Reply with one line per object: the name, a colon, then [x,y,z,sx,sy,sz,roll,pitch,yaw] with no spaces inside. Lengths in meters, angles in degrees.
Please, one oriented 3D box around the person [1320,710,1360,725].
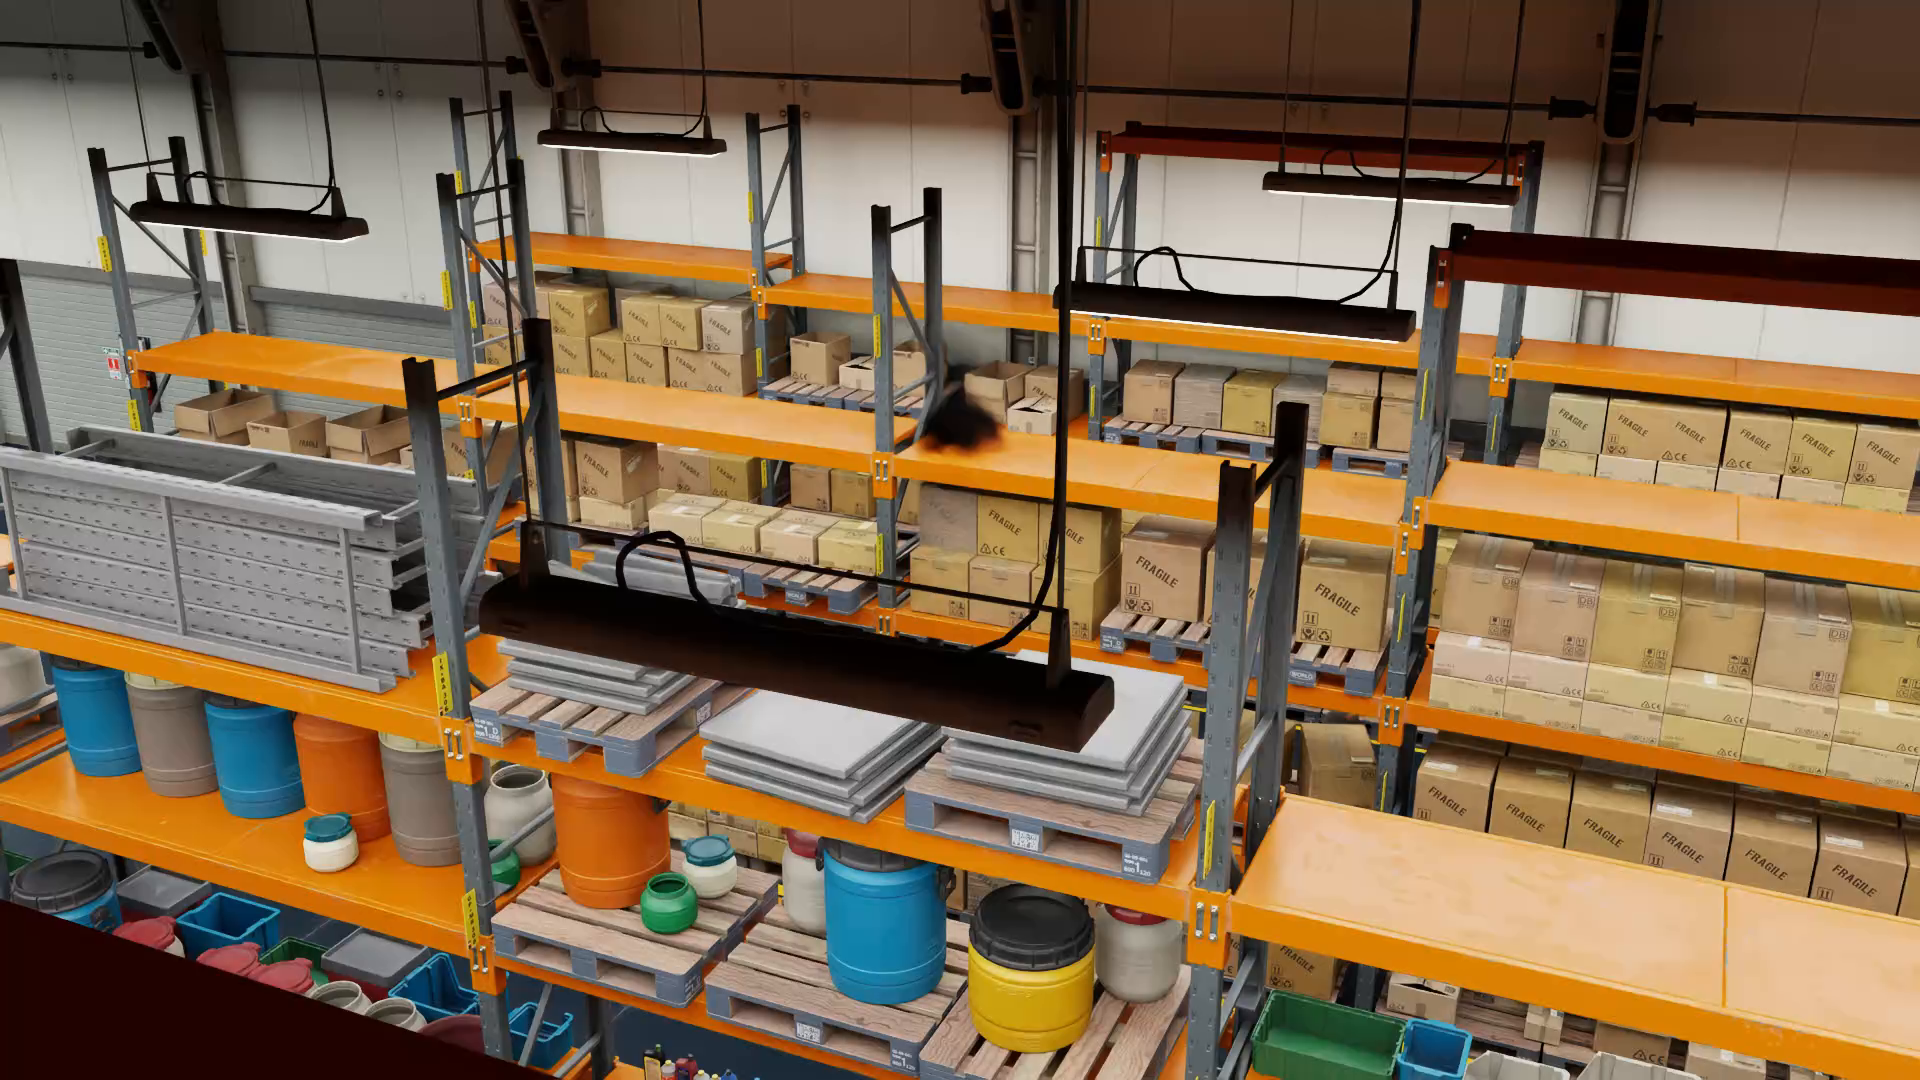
person: [3.652,1.735,15.842,0.861,1.605,0.536,8,22,20]
